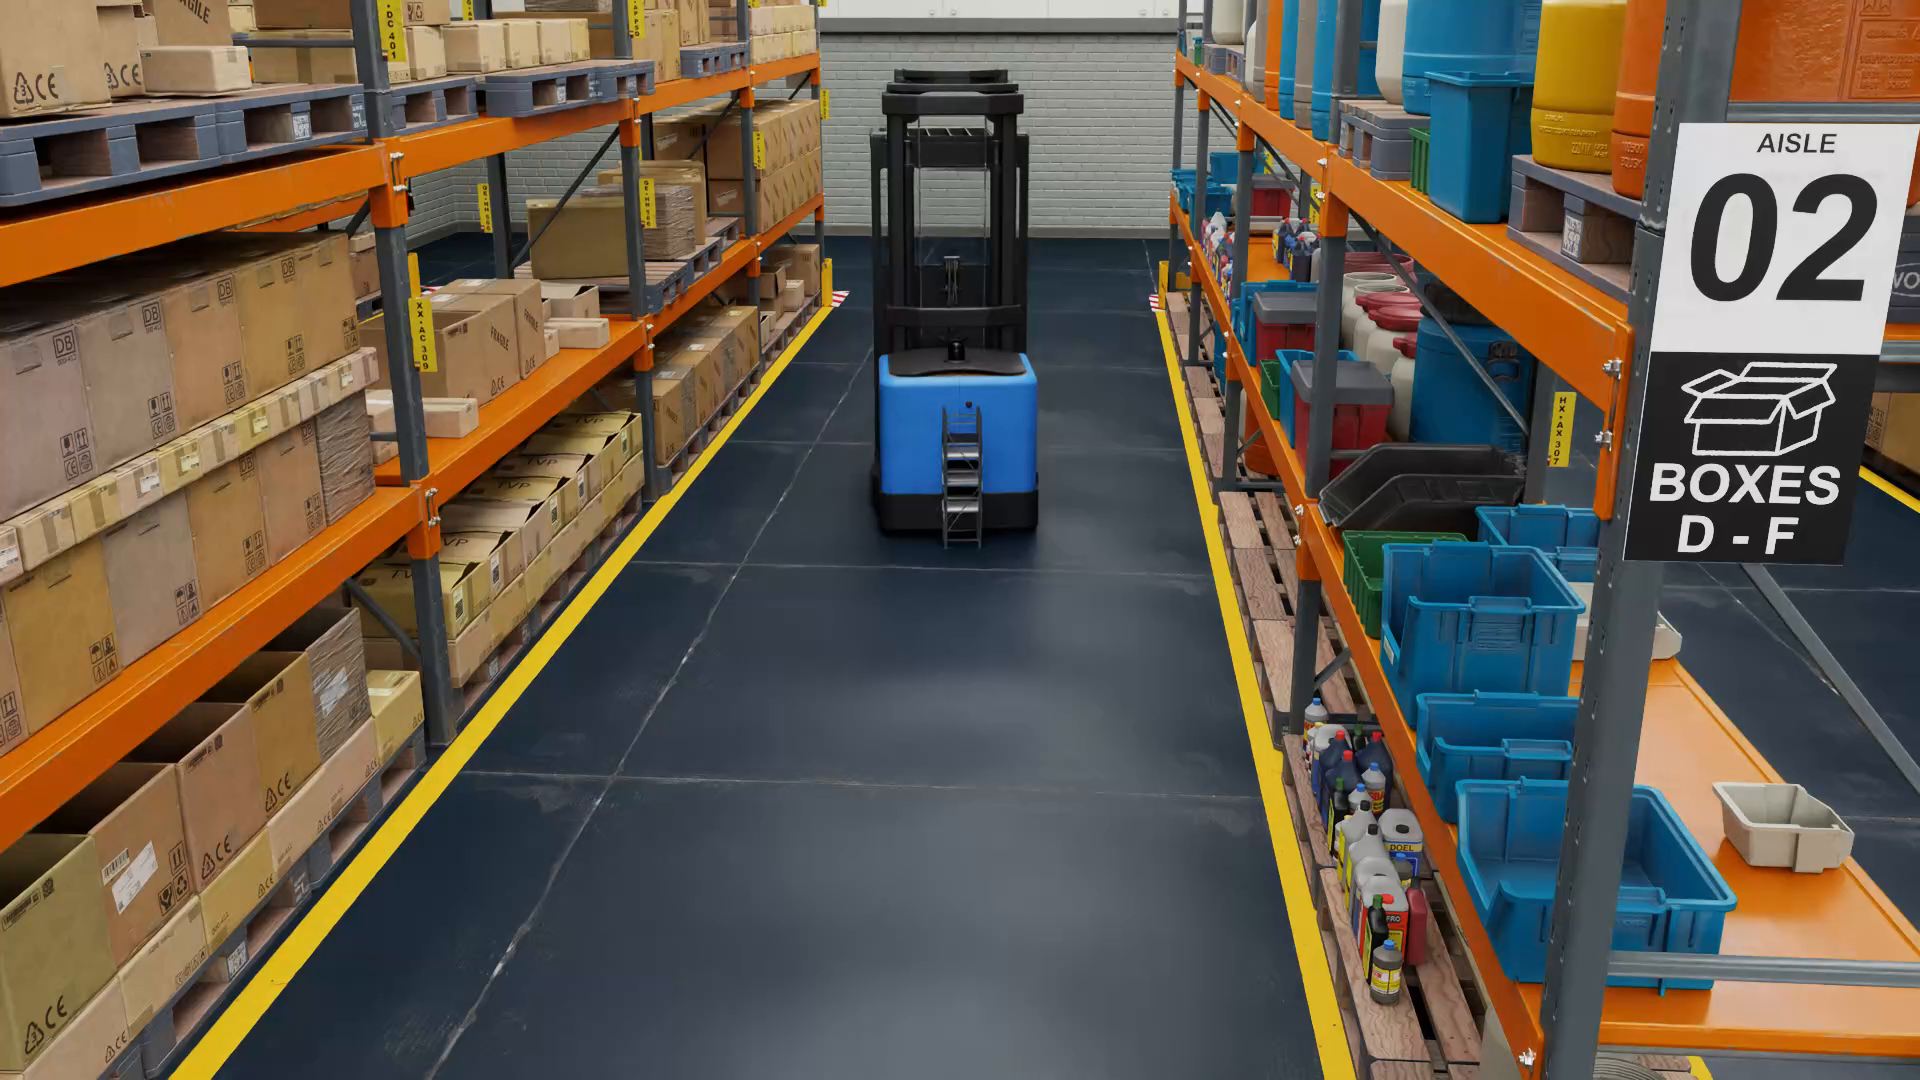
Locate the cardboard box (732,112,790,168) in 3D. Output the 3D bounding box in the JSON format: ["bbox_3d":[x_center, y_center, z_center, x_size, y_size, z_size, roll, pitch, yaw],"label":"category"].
[{"bbox_3d":[-1.966,-3.934,16.345,0.500,0.500,0.500,1,18,2],"label":"cardboard box"}]

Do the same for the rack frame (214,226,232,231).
[{"bbox_3d":[-7.295,-3.061,15.447,1.000,3.000,0.127,1,18,4],"label":"rack frame"}]

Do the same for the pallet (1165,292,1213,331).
[{"bbox_3d":[2.775,-2.502,18.218,1.003,0.211,1.213,1,18,4],"label":"pallet"}]

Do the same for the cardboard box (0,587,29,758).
[{"bbox_3d":[-3.135,0.420,4.663,0.700,0.500,0.500,2,18,5],"label":"cardboard box"}]

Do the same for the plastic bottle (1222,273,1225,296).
[{"bbox_3d":[1.981,-1.896,12.212,0.097,0.201,0.097,0,18,0],"label":"plastic bottle"}]

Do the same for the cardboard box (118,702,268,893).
[{"bbox_3d":[-2.844,0.899,5.900,0.500,0.500,0.500,1,18,4],"label":"cardboard box"}]

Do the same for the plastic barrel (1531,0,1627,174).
[{"bbox_3d":[1.681,-1.184,3.925,0.600,0.588,0.600,0,18,0],"label":"plastic barrel"}]

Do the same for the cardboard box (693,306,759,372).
[{"bbox_3d":[-2.103,-1.813,14.946,0.500,0.500,0.500,1,18,4],"label":"cardboard box"}]

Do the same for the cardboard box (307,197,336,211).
[{"bbox_3d":[-7.140,-3.824,17.295,0.980,0.700,0.700,0,18,1],"label":"cardboard box"}]

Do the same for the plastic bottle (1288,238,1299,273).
[{"bbox_3d":[2.666,-2.262,13.216,0.097,0.271,0.097,0,18,0],"label":"plastic bottle"}]

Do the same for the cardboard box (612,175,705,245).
[{"bbox_3d":[-2.419,-2.648,13.353,0.700,0.500,0.500,-3,18,-10],"label":"cardboard box"}]

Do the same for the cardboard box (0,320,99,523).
[{"bbox_3d":[-3.096,-0.370,4.990,0.700,0.500,0.500,1,18,4],"label":"cardboard box"}]

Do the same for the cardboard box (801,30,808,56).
[{"bbox_3d":[-1.888,-5.227,17.483,0.500,0.250,0.500,1,18,4],"label":"cardboard box"}]

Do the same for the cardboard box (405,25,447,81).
[{"bbox_3d":[-2.837,-2.382,8.125,0.500,0.250,0.500,0,18,-1],"label":"cardboard box"}]

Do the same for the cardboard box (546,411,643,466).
[{"bbox_3d":[-2.432,-0.700,11.084,0.500,0.311,0.500,2,18,5],"label":"cardboard box"}]

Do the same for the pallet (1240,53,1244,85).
[{"bbox_3d":[2.452,-3.168,11.261,1.003,0.211,1.213,1,18,4],"label":"pallet"}]

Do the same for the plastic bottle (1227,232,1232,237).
[{"bbox_3d":[2.273,-2.499,14.052,0.097,0.201,0.097,0,18,0],"label":"plastic bottle"}]

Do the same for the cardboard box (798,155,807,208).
[{"bbox_3d":[-1.903,-3.780,17.481,0.500,0.500,0.500,1,18,4],"label":"cardboard box"}]

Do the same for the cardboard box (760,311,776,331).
[{"bbox_3d":[-2.056,-2.208,16.689,0.380,0.166,0.250,1,18,4],"label":"cardboard box"}]

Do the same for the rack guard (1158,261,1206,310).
[{"bbox_3d":[2.862,-2.902,18.976,1.175,0.500,0.348,1,18,4],"label":"rack guard"}]

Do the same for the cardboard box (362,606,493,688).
[{"bbox_3d":[-2.651,0.521,8.258,0.500,0.250,0.500,1,18,3],"label":"cardboard box"}]

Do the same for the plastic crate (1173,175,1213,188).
[{"bbox_3d":[2.480,-3.757,17.744,0.416,0.233,0.300,1,18,4],"label":"plastic crate"}]

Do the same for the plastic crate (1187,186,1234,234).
[{"bbox_3d":[2.280,-3.013,15.231,0.392,0.384,0.575,1,18,4],"label":"plastic crate"}]

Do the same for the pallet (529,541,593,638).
[{"bbox_3d":[-2.829,0.249,9.825,1.003,0.211,1.213,1,18,4],"label":"pallet"}]

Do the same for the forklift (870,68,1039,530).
[{"bbox_3d":[-0.085,-1.870,11.922,1.130,2.935,3.031,-1,18,-3],"label":"forklift"}]

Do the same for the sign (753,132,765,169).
[{"bbox_3d":[-1.800,-3.490,14.898,0.100,0.325,0.005,1,18,4],"label":"sign"}]

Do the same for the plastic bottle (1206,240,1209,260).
[{"bbox_3d":[2.105,-2.431,13.843,0.097,0.201,0.097,0,18,0],"label":"plastic bottle"}]

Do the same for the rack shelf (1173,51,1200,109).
[{"bbox_3d":[2.730,-4.544,16.313,1.077,0.370,4.000,1,18,4],"label":"rack shelf"}]

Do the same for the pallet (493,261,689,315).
[{"bbox_3d":[-2.662,-1.830,11.999,1.213,0.211,1.003,1,18,4],"label":"pallet"}]

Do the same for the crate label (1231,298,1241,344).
[{"bbox_3d":[1.896,-1.395,10.633,0.303,0.233,0.416,1,18,4],"label":"crate label"}]

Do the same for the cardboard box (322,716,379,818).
[{"bbox_3d":[-2.788,0.944,6.965,0.500,0.250,0.500,1,18,4],"label":"cardboard box"}]

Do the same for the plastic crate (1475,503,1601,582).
[{"bbox_3d":[2.205,0.065,6.145,0.499,0.251,0.616,1,18,4],"label":"plastic crate"}]

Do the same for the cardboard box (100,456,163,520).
[{"bbox_3d":[-2.860,-0.175,5.436,0.380,0.149,0.250,1,18,4],"label":"cardboard box"}]

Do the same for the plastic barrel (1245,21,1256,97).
[{"bbox_3d":[1.972,-2.986,10.223,0.421,0.512,0.421,0,18,0],"label":"plastic barrel"}]

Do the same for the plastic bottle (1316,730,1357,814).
[{"bbox_3d":[1.541,0.936,6.796,0.144,0.351,0.185,2,18,5],"label":"plastic bottle"}]

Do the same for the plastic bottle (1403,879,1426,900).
[{"bbox_3d":[1.602,1.304,5.913,0.097,0.201,0.097,0,18,0],"label":"plastic bottle"}]

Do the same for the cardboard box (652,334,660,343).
[{"bbox_3d":[-2.739,-1.718,13.452,0.500,0.250,0.500,1,18,3],"label":"cardboard box"}]

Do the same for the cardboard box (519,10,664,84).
[{"bbox_3d":[-2.606,-3.477,11.738,0.910,0.500,0.500,1,18,4],"label":"cardboard box"}]

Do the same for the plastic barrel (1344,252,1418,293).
[{"bbox_3d":[2.569,-1.511,10.499,0.600,0.536,0.708,1,18,4],"label":"plastic barrel"}]

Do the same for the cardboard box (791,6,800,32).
[{"bbox_3d":[-1.925,-5.310,16.931,0.500,0.250,0.500,1,18,4],"label":"cardboard box"}]

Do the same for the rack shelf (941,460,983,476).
[{"bbox_3d":[0.013,-0.453,10.678,0.258,0.077,0.200,-1,18,-3],"label":"rack shelf"}]

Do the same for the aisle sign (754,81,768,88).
[{"bbox_3d":[-2.355,-5.457,18.584,0.394,0.787,0.004,1,18,4],"label":"aisle sign"}]

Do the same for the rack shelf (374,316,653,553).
[{"bbox_3d":[-2.784,-0.746,9.538,1.077,0.370,4.000,1,18,4],"label":"rack shelf"}]

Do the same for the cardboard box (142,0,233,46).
[{"bbox_3d":[-3.226,-2.055,6.501,0.500,0.500,0.500,3,18,8],"label":"cardboard box"}]

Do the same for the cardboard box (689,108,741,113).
[{"bbox_3d":[-2.468,-4.109,16.879,0.500,0.500,0.500,1,18,3],"label":"cardboard box"}]

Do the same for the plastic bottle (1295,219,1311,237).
[{"bbox_3d":[2.834,-2.466,13.711,0.144,0.351,0.185,1,18,4],"label":"plastic bottle"}]

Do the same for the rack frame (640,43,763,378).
[{"bbox_3d":[-2.354,-2.951,15.113,1.000,3.000,0.127,1,18,4],"label":"rack frame"}]

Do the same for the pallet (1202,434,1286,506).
[{"bbox_3d":[2.315,-0.518,12.165,1.003,0.211,1.213,1,18,4],"label":"pallet"}]

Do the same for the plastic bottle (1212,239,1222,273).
[{"bbox_3d":[2.055,-2.248,13.174,0.097,0.271,0.097,0,18,0],"label":"plastic bottle"}]

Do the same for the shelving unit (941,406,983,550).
[{"bbox_3d":[0.013,-0.399,10.696,0.258,0.900,0.210,-1,18,-3],"label":"shelving unit"}]

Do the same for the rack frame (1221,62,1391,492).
[{"bbox_3d":[2.300,-1.597,10.981,1.000,3.000,0.127,1,18,4],"label":"rack frame"}]

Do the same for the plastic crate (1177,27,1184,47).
[{"bbox_3d":[2.568,-5.332,17.771,0.497,0.269,0.590,1,18,4],"label":"plastic crate"}]

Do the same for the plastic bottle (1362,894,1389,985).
[{"bbox_3d":[1.411,1.352,5.635,0.061,0.283,0.133,2,18,5],"label":"plastic bottle"}]

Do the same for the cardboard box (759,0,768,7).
[{"bbox_3d":[-2.180,-5.203,15.402,0.700,0.500,0.500,1,18,4],"label":"cardboard box"}]
